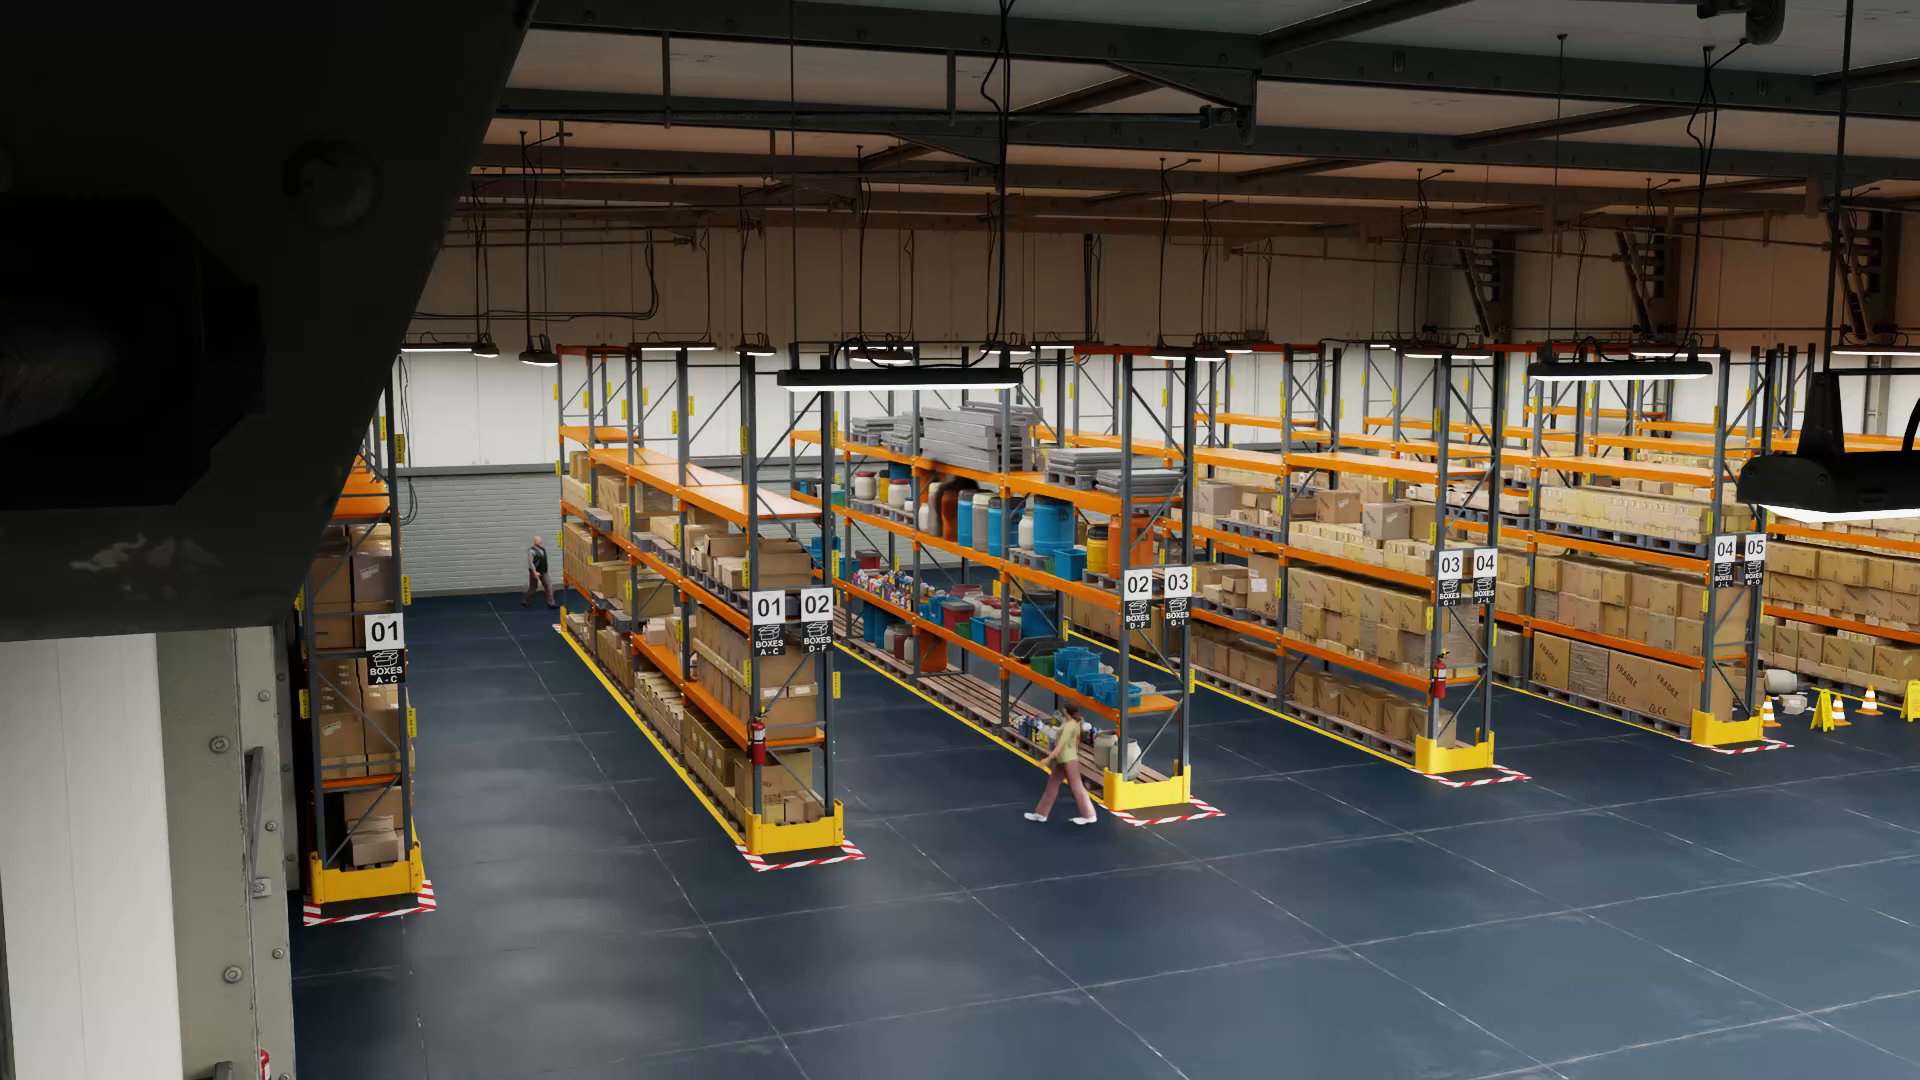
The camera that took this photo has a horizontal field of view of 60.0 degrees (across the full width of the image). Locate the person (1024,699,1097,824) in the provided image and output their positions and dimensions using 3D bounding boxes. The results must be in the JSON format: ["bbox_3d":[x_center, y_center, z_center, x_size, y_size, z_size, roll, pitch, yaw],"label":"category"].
[{"bbox_3d":[1.289,2.818,21.228,0.920,1.617,0.482,0,7,0],"label":"person"}]

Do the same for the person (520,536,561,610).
[{"bbox_3d":[-9.465,0.747,37.483,1.009,1.685,0.607,4,8,29],"label":"person"}]

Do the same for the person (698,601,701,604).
[{"bbox_3d":[-4.753,1.488,31.606,0.478,1.656,0.707,-3,8,-22],"label":"person"}]
